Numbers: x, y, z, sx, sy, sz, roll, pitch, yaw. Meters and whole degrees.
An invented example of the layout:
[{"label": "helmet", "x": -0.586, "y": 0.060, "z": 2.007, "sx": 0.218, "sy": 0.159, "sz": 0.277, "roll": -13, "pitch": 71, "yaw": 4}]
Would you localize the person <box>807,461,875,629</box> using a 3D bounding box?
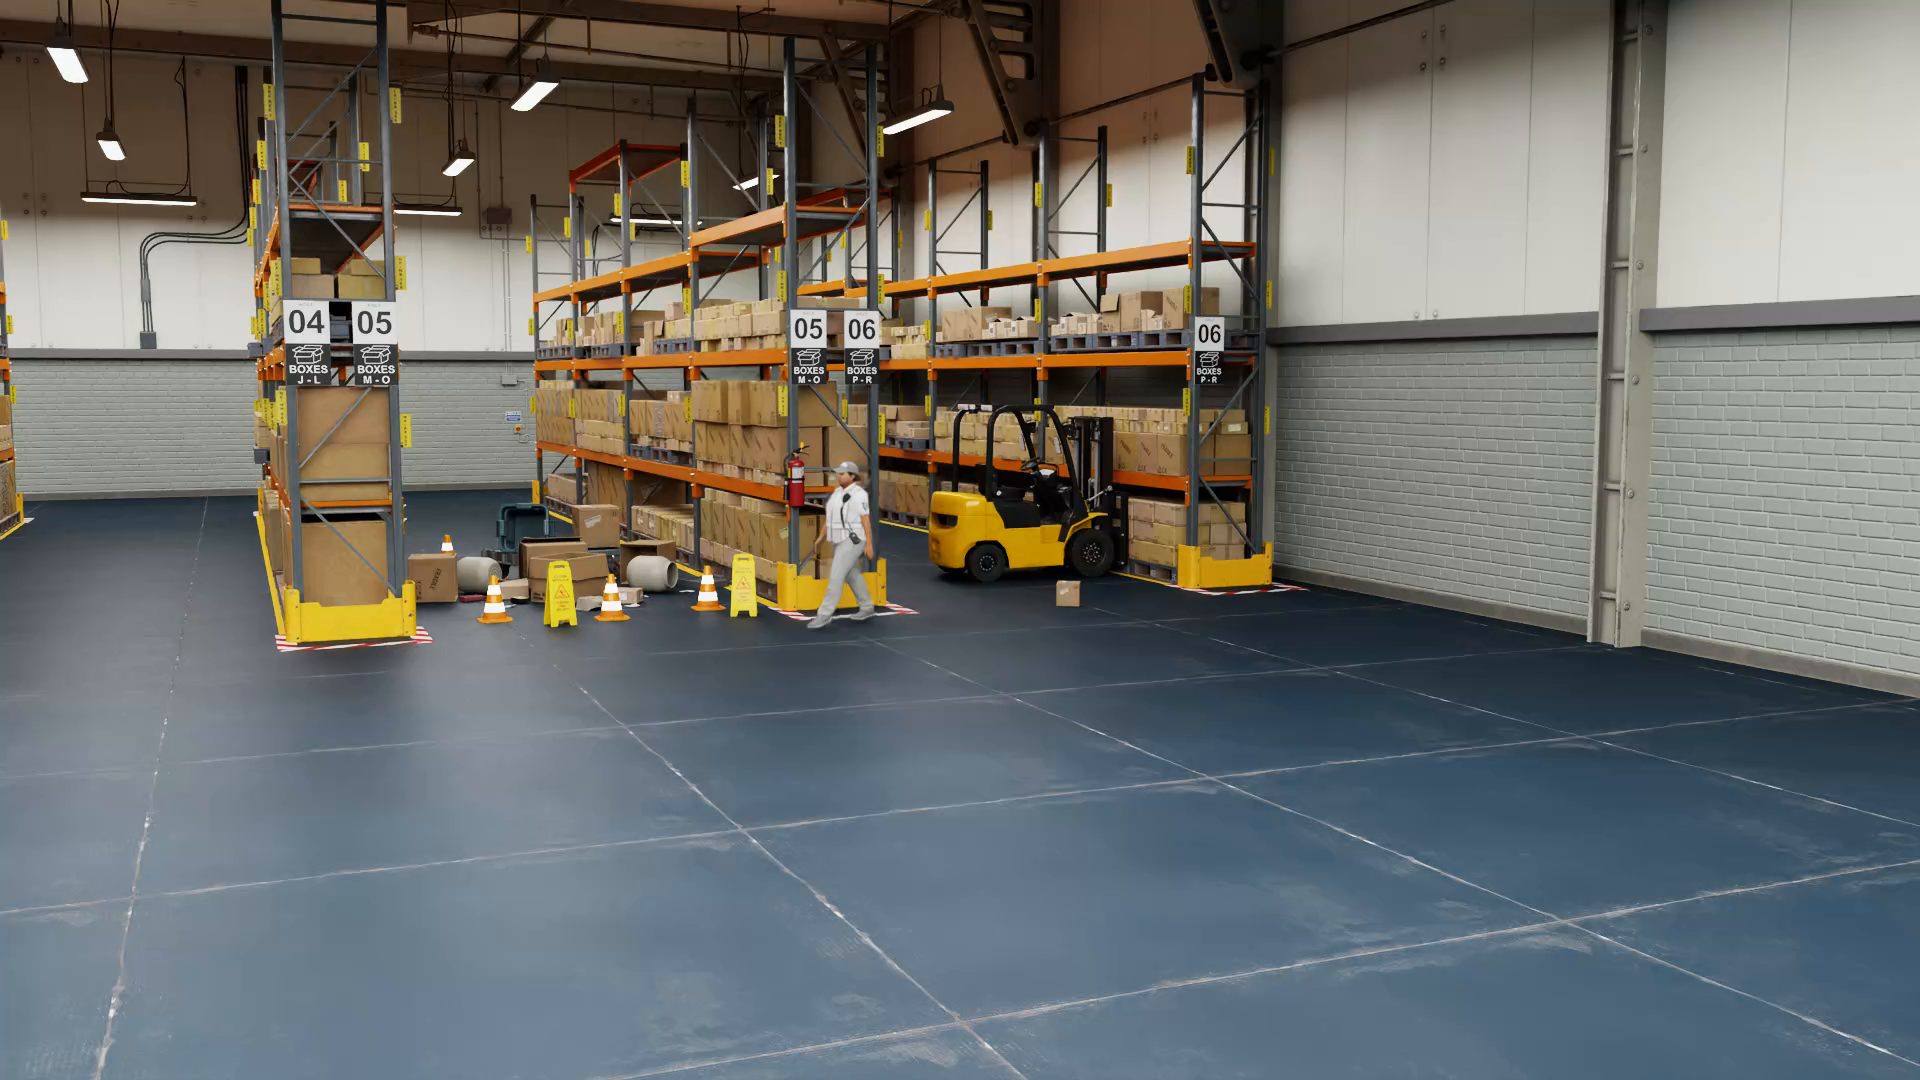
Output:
[{"label": "person", "x": -1.219, "y": 0.021, "z": 16.633, "sx": 0.921, "sy": 1.619, "sz": 0.517, "roll": -4, "pitch": 7, "yaw": -34}]
